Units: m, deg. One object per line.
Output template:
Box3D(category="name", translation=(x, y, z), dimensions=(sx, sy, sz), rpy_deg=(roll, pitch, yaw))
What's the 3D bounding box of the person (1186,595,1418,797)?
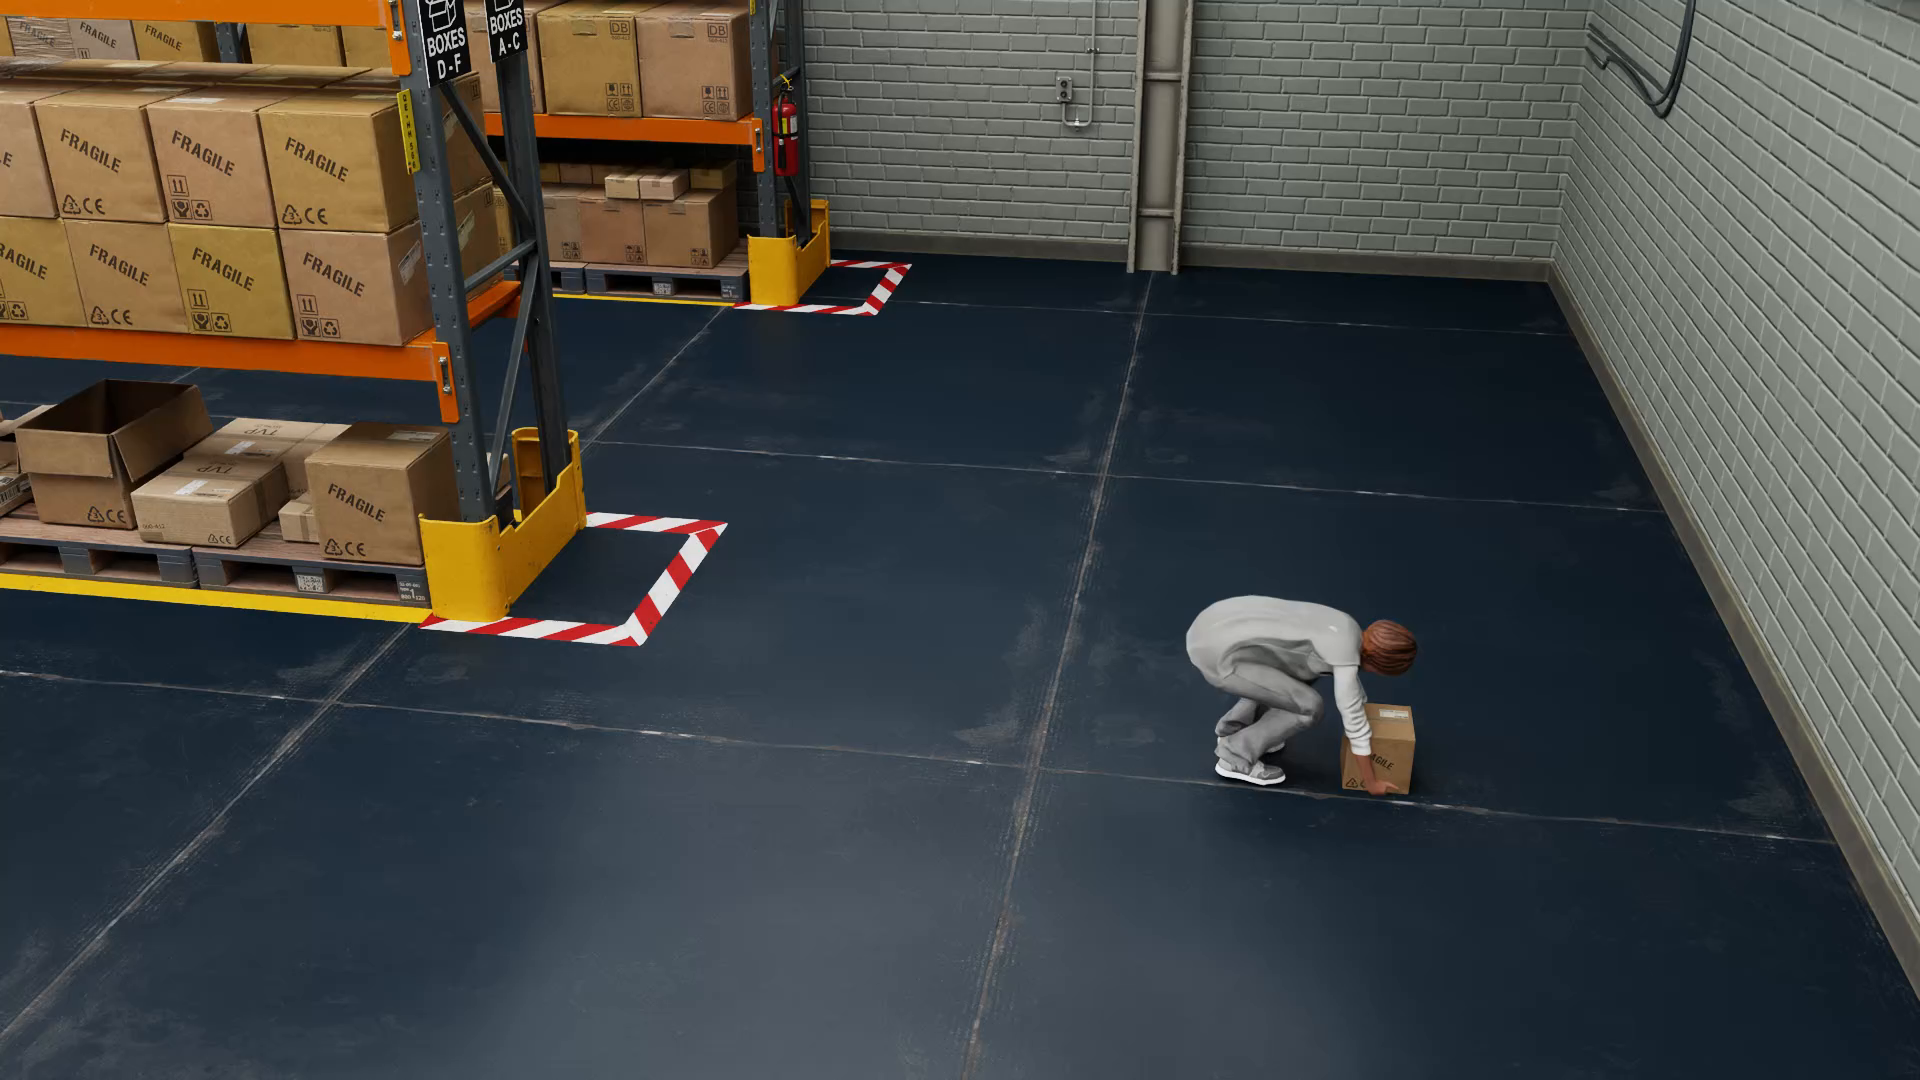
Box3D(category="person", translation=(1.302, 0.584, 6.434), dimensions=(0.874, 0.747, 0.404), rpy_deg=(3, 25, 7))
